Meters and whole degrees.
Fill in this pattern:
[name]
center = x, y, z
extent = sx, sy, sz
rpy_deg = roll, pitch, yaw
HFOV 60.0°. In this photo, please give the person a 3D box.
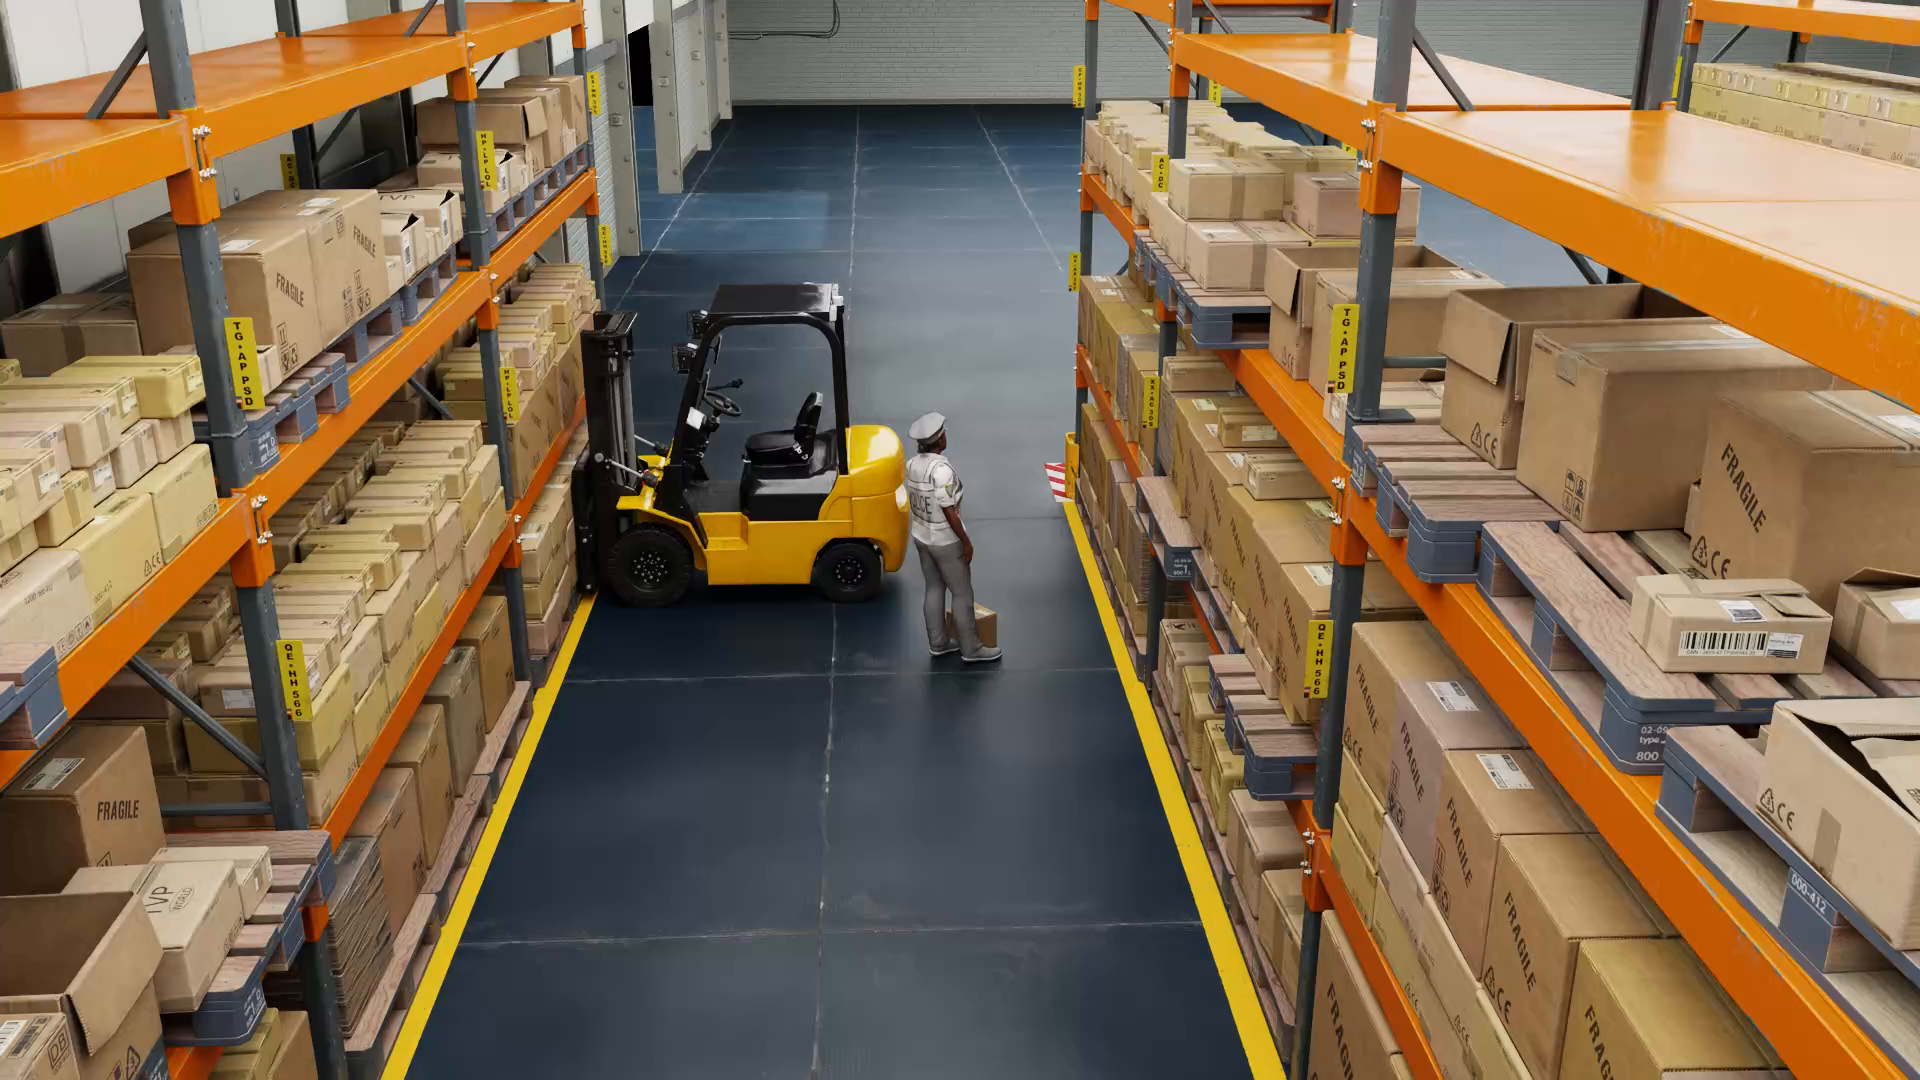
[person]
center = -0.067, -0.023, 11.065
extent = 0.528, 1.696, 0.569
rpy_deg = -14, 25, -33
